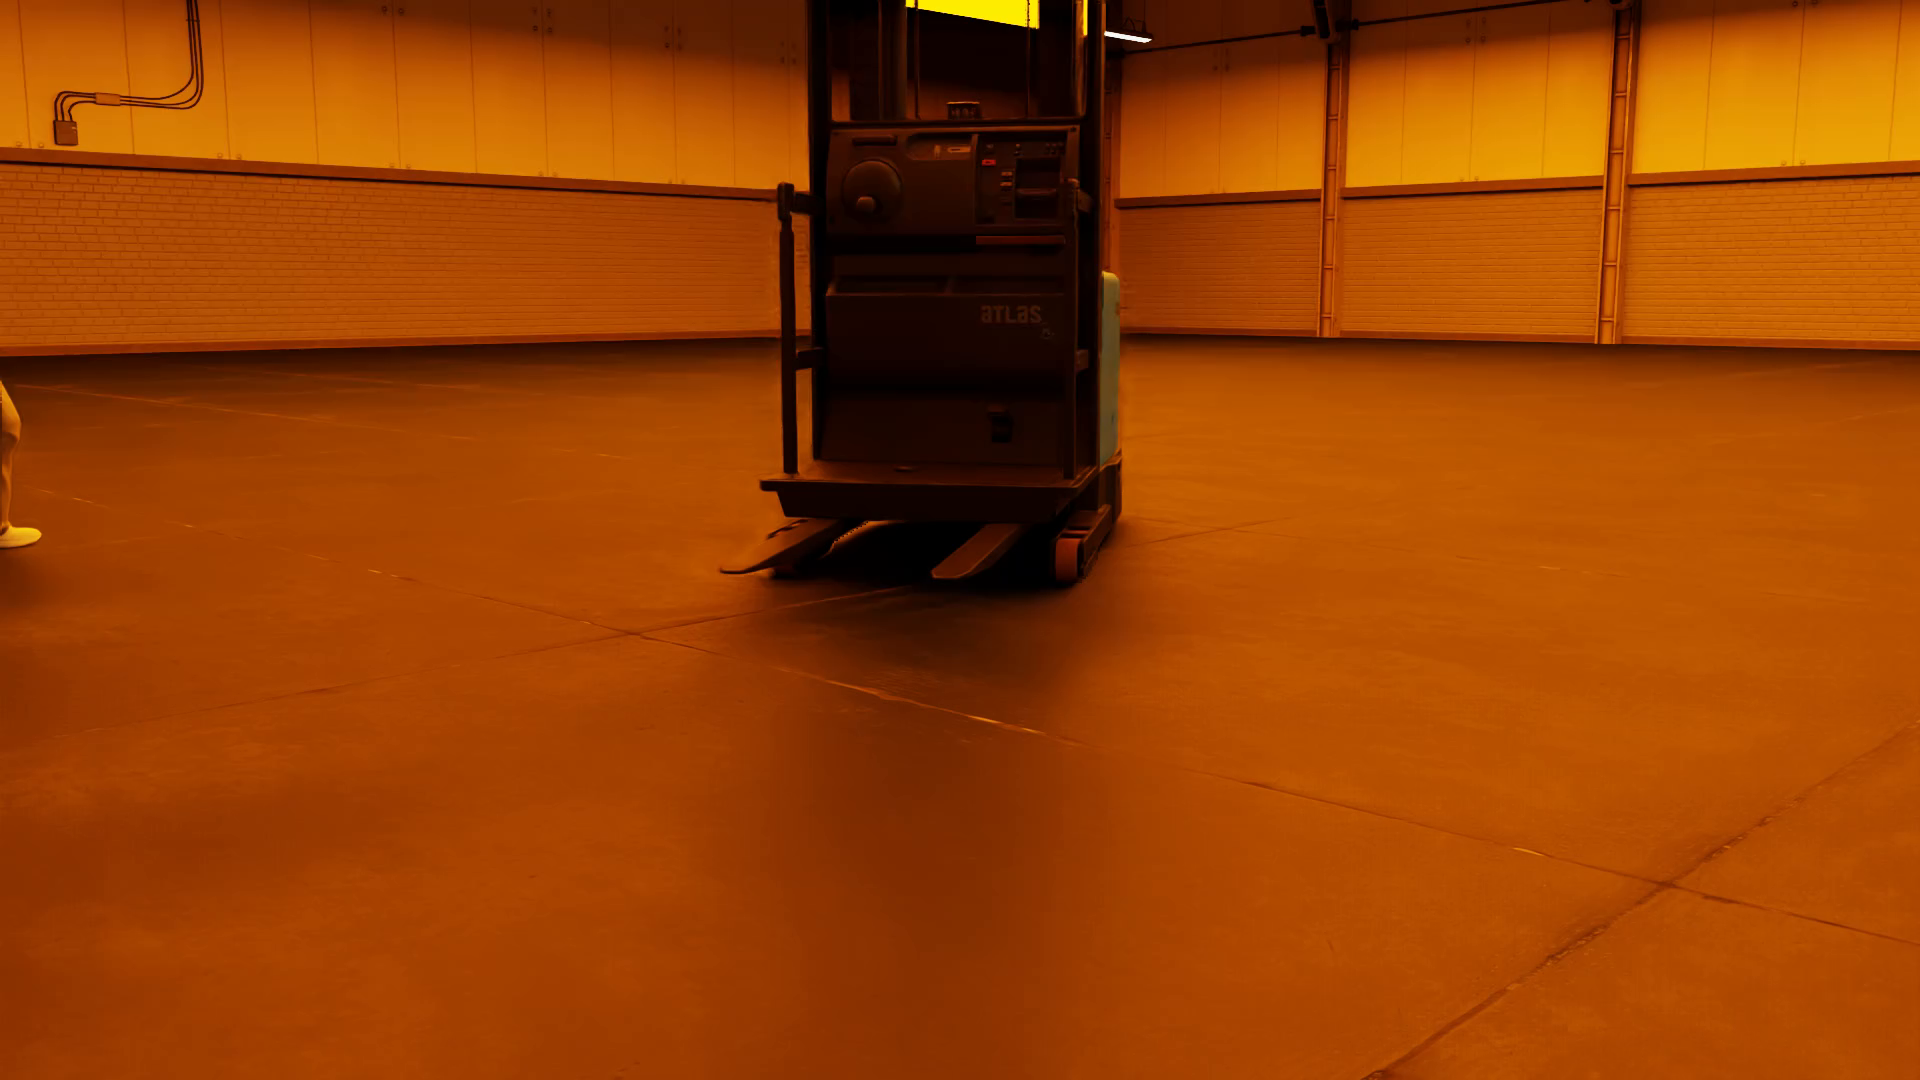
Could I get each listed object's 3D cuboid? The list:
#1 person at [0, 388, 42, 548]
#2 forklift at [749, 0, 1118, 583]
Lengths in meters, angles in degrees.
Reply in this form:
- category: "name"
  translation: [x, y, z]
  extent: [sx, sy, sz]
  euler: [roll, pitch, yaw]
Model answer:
- category: "person"
  translation: [-3.846, -0.726, 6.139]
  extent: [0.403, 1.643, 0.794]
  euler: [1, 9, 7]
- category: "forklift"
  translation: [-0.038, -1.353, 5.862]
  extent: [1.130, 2.935, 3.031]
  euler: [1, 9, 8]
